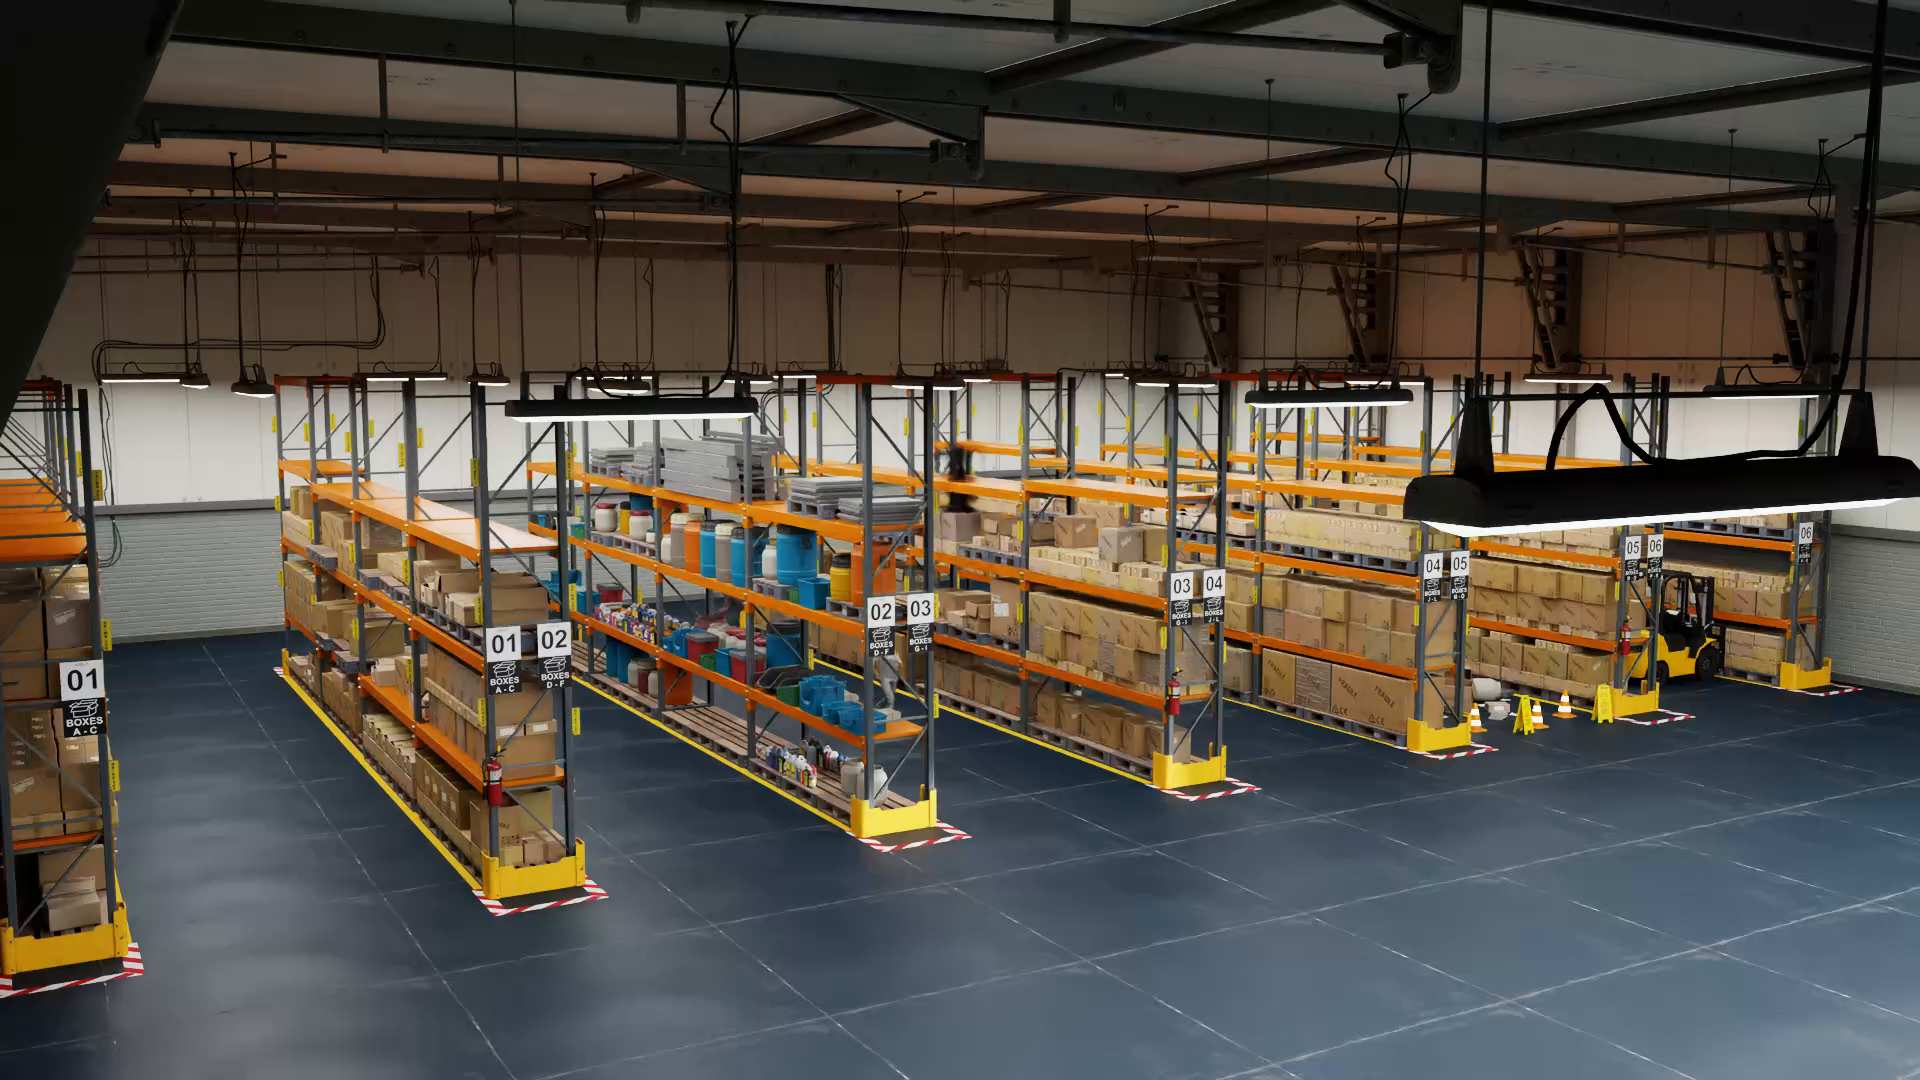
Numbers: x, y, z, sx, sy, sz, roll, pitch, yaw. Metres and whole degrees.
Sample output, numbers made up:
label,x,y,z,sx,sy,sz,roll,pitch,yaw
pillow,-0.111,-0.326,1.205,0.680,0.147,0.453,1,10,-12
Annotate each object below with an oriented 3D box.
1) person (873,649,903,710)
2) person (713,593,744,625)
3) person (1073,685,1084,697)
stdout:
label,x,y,z,sx,sy,sz,roll,pitch,yaw
person,-1.232,2.408,28.430,0.546,1.589,0.874,-5,8,-40
person,-5.418,1.278,39.189,1.066,1.564,0.662,-1,6,-11
person,2.263,2.108,30.838,0.718,1.712,0.629,6,9,44
